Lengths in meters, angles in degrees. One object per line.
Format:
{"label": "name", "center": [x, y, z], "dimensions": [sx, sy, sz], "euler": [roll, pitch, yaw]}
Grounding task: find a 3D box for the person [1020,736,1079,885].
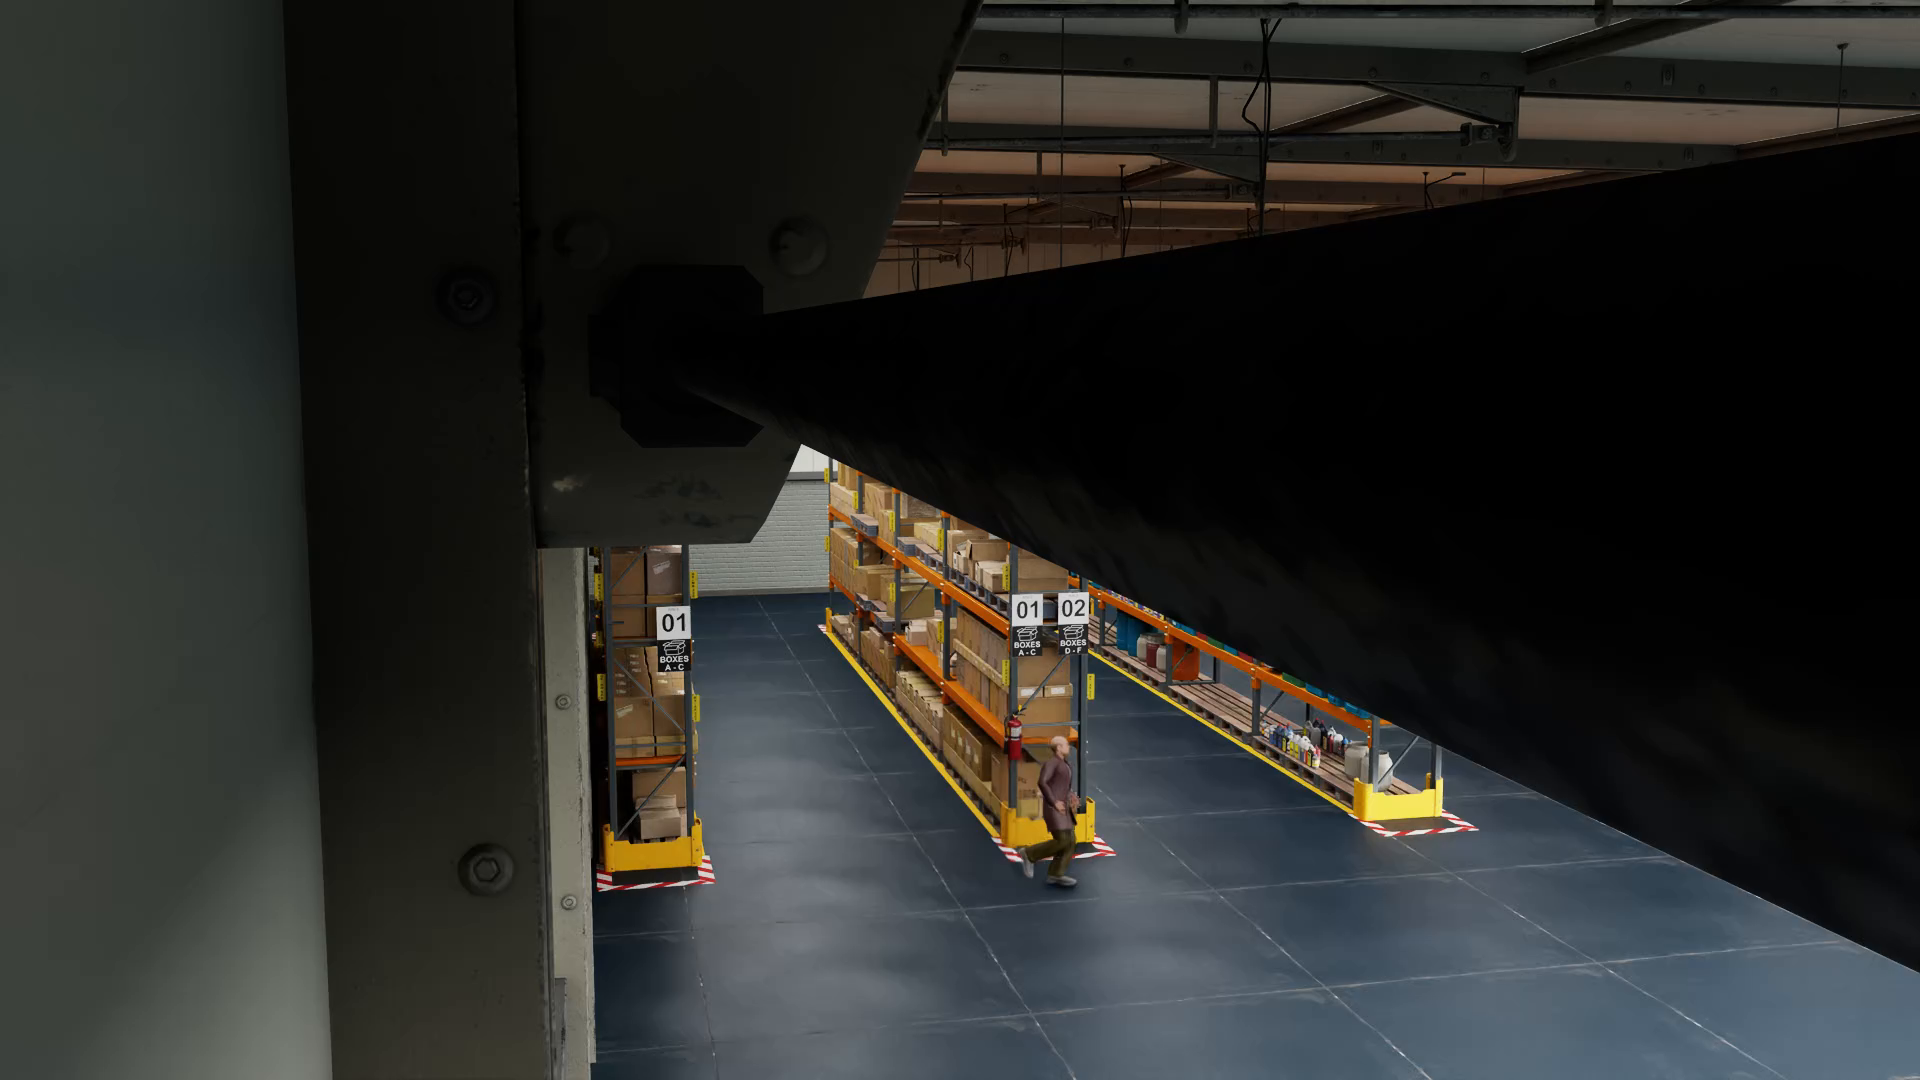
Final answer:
{"label": "person", "center": [1.094, 3.164, 19.668], "dimensions": [0.686, 1.696, 0.754], "euler": [2, 7, 15]}
